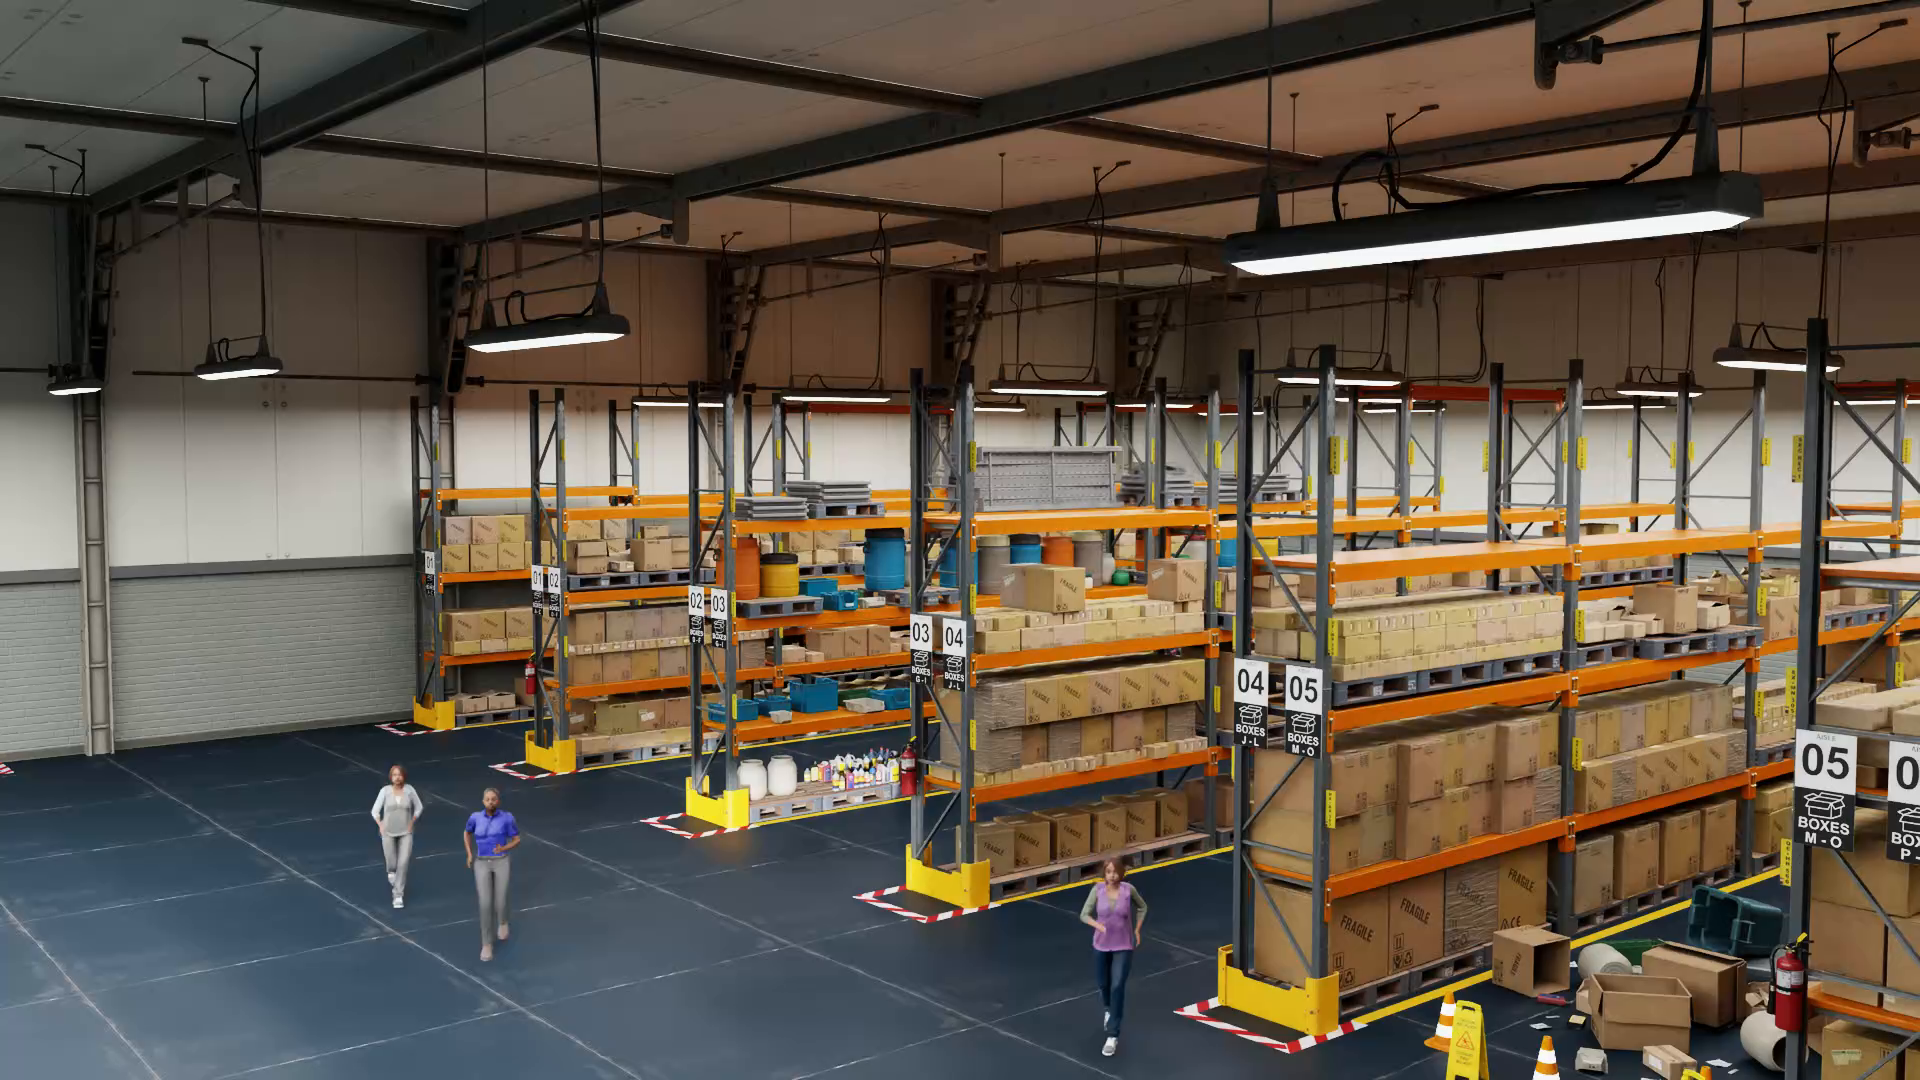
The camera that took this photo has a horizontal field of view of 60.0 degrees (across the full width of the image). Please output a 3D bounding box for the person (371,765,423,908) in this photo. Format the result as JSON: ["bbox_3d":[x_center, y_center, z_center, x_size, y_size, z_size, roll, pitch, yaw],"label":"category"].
[{"bbox_3d":[-6.287,3.284,18.605,0.554,1.552,0.679,-1,4,-23],"label":"person"}]

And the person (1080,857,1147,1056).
[{"bbox_3d":[1.306,3.500,14.239,0.546,1.601,0.796,1,3,14],"label":"person"}]

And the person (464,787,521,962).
[{"bbox_3d":[-4.751,3.339,16.896,0.574,1.680,0.810,-1,3,-11],"label":"person"}]
